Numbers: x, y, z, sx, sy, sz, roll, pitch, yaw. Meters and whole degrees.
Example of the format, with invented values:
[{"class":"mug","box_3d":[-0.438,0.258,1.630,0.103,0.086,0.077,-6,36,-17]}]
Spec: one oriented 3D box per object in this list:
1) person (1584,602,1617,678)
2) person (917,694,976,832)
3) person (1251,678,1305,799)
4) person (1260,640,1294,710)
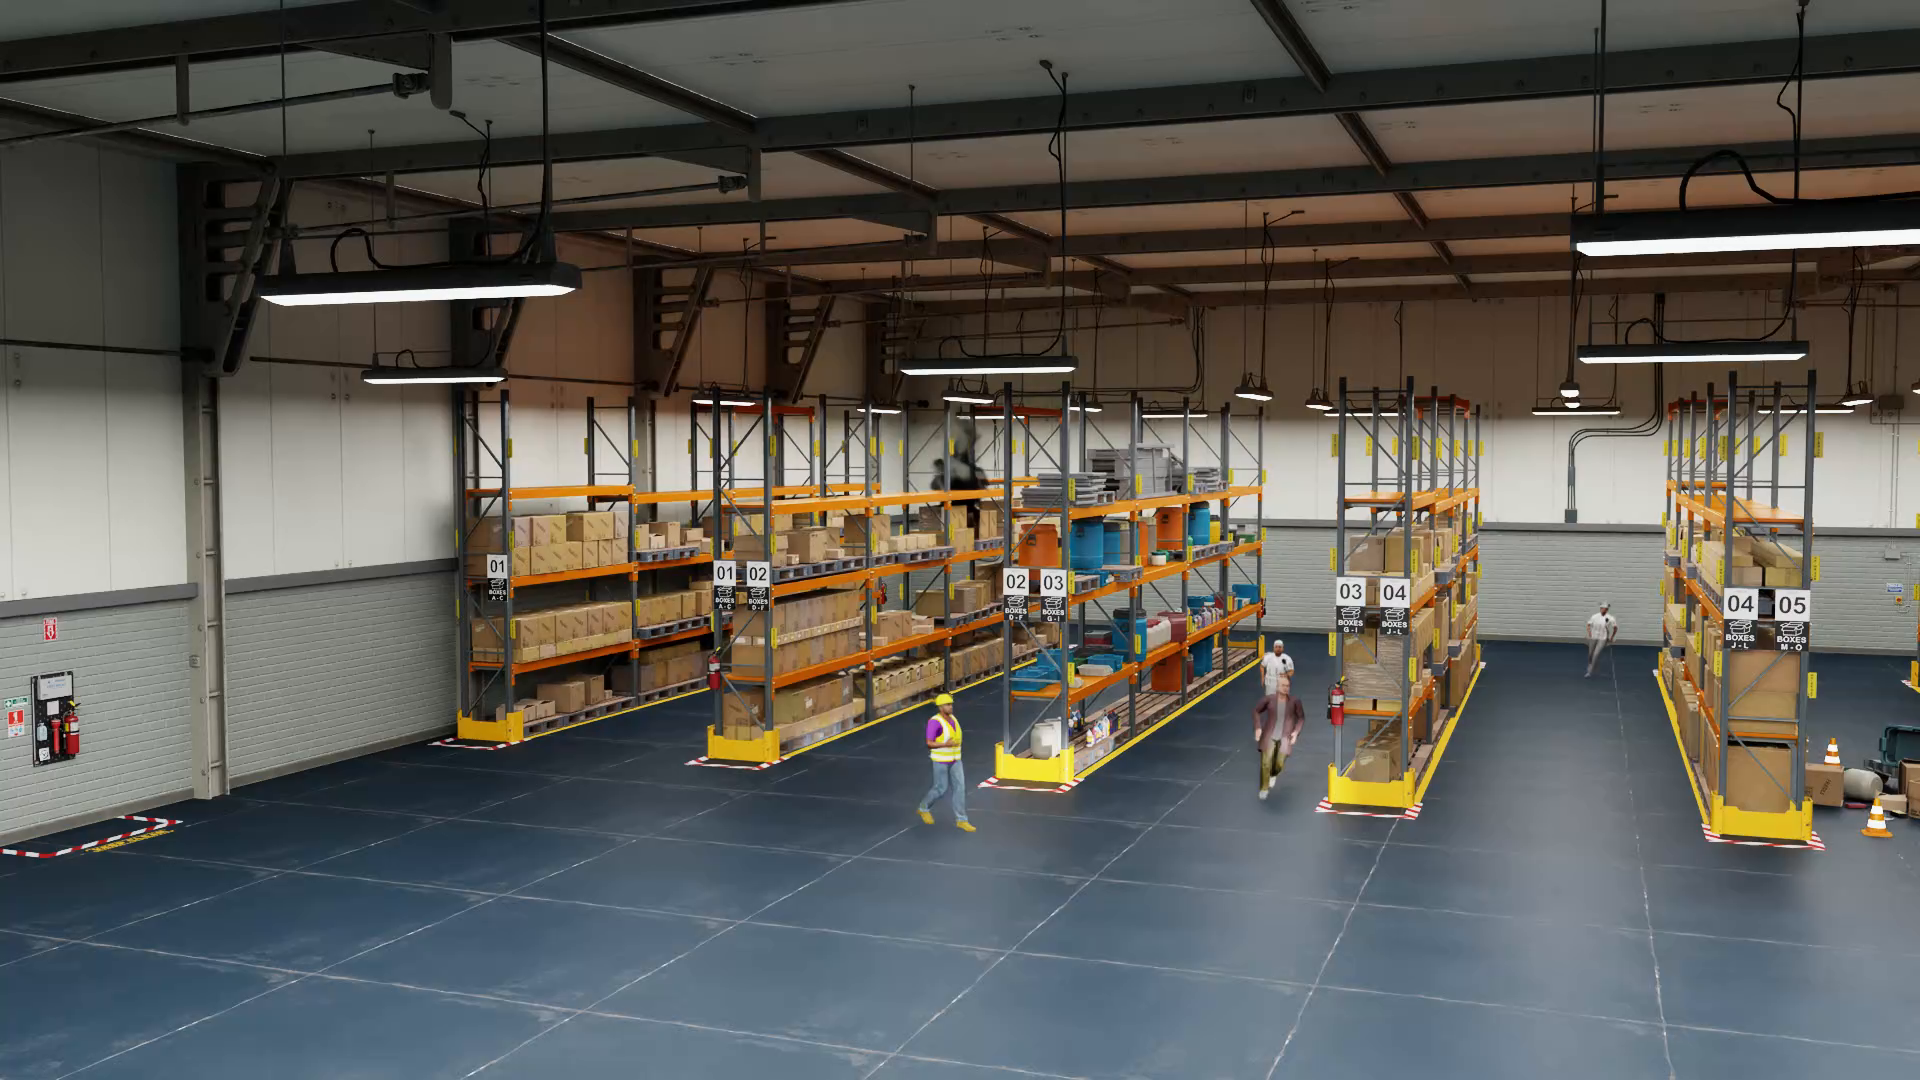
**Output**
[{"class":"person","box_3d":[14.022,2.173,36.399,0.643,1.650,0.825,2,4,32]},{"class":"person","box_3d":[-0.177,2.888,21.716,0.917,1.765,0.700,3,4,42]},{"class":"person","box_3d":[4.577,2.843,23.941,0.761,1.735,0.616,1,3,10]},{"class":"person","box_3d":[5.529,2.586,29.001,0.577,1.669,0.682,0,3,9]}]
